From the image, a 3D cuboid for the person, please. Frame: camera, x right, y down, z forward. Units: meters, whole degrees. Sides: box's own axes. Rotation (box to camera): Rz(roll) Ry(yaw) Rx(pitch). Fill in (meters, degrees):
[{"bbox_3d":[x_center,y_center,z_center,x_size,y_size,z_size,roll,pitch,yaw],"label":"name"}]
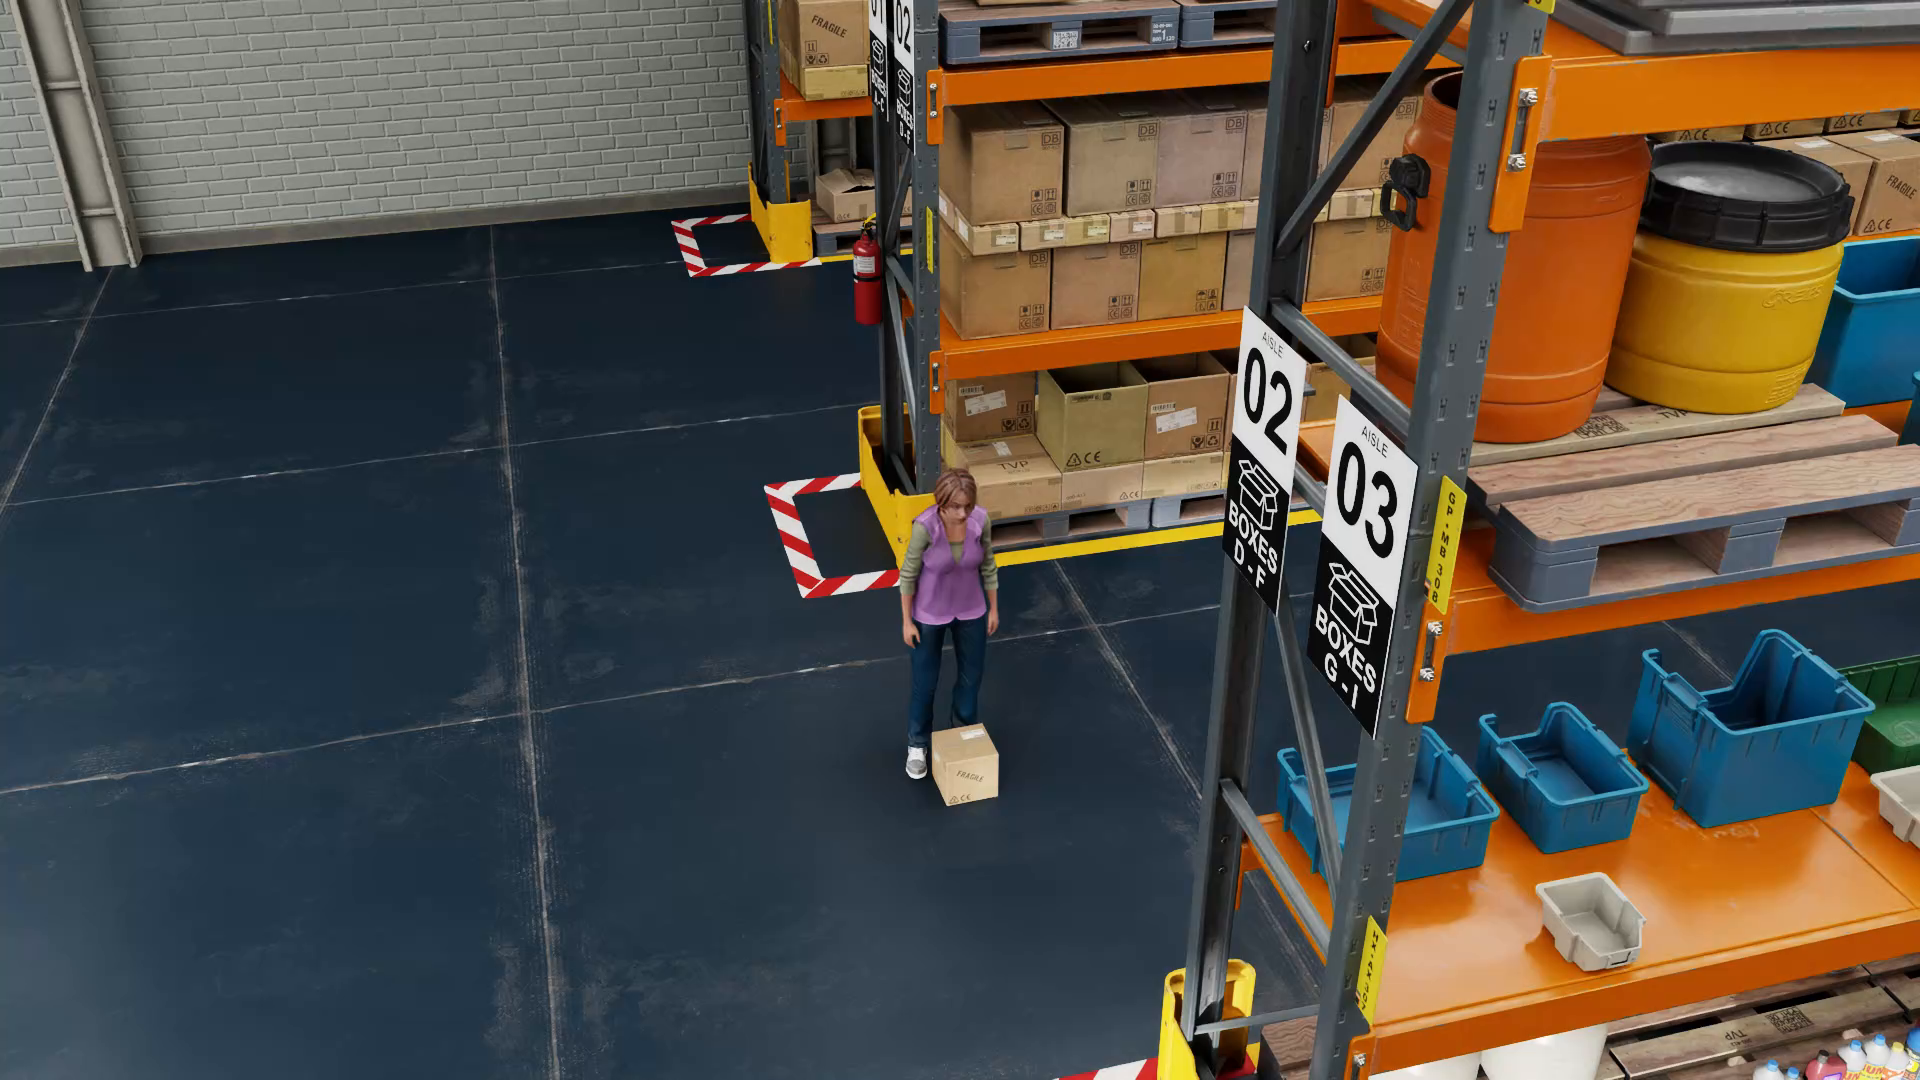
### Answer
[{"bbox_3d":[-0.049,0.357,7.639,0.473,1.592,0.349,-9,32,-14],"label":"person"}]
